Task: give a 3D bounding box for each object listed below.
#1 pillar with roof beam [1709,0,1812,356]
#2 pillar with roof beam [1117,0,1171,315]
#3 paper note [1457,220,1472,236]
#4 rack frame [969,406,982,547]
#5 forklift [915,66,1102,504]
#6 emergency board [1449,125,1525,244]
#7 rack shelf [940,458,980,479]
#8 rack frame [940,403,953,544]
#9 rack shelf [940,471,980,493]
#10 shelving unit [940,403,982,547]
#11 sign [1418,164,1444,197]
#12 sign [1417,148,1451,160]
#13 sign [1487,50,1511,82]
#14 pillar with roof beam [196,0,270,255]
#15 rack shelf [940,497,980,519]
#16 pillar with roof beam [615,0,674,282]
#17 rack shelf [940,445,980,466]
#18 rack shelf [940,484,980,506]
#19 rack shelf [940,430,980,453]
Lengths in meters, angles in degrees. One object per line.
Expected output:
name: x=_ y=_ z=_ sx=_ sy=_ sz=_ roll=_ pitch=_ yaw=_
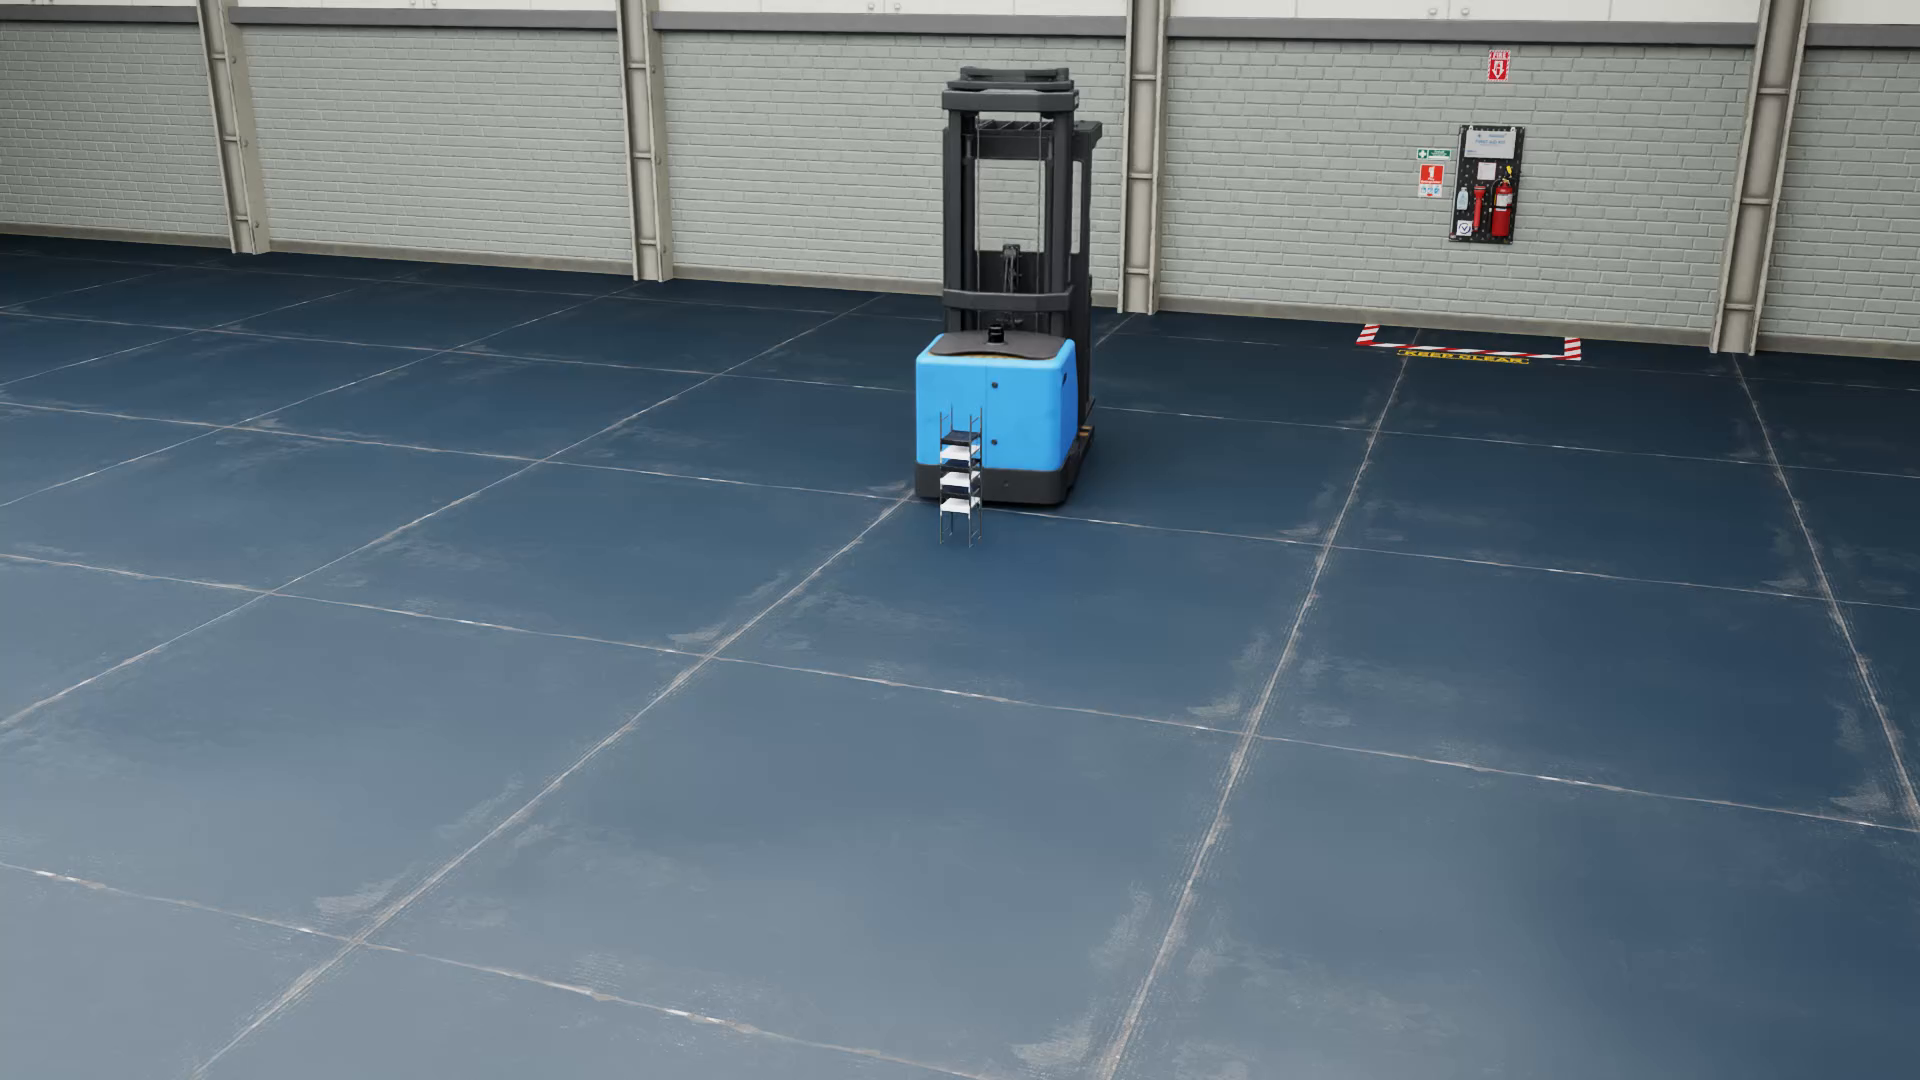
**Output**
pillar with roof beam: x=6.215 y=-4.781 z=11.122 sx=0.400 sy=9.000 sz=9.100 roll=7 pitch=20 yaw=18
pillar with roof beam: x=0.547 y=-5.430 z=12.981 sx=0.400 sy=9.000 sz=9.100 roll=7 pitch=20 yaw=18
paper note: x=5.161 y=-3.191 z=17.010 sx=0.142 sy=0.148 sz=0.016 roll=7 pitch=20 yaw=18
rack frame: x=0.104 y=-0.413 z=10.894 sx=0.006 sy=0.900 sz=0.240 roll=7 pitch=20 yaw=18
forklift: x=0.462 y=-2.080 z=12.590 sx=1.130 sy=2.935 sz=3.031 roll=4 pitch=20 yaw=10
emergency board: x=5.306 y=-3.566 z=16.749 sx=0.643 sy=1.169 sz=0.194 roll=7 pitch=20 yaw=18
rack shelf: x=0.008 y=-0.478 z=10.907 sx=0.200 sy=0.077 sz=0.258 roll=7 pitch=20 yaw=18
rack frame: x=-0.088 y=-0.435 z=10.957 sx=0.006 sy=0.900 sz=0.240 roll=7 pitch=20 yaw=18
rack shelf: x=0.008 y=-0.393 z=10.937 sx=0.200 sy=0.077 sz=0.258 roll=7 pitch=20 yaw=18
shelving unit: x=0.008 y=-0.424 z=10.926 sx=0.210 sy=0.900 sz=0.258 roll=7 pitch=20 yaw=18
sign: x=4.817 y=-3.675 z=17.007 sx=0.234 sy=0.329 sz=0.001 roll=7 pitch=20 yaw=18
sign: x=4.819 y=-3.922 z=16.910 sx=0.331 sy=0.109 sz=0.001 roll=7 pitch=20 yaw=18
sign: x=5.331 y=-4.692 z=16.459 sx=0.199 sy=0.298 sz=0.001 roll=7 pitch=20 yaw=18
pillar with roof beam: x=-10.788 y=-6.726 z=16.700 sx=0.400 sy=9.000 sz=9.100 roll=7 pitch=20 yaw=18
rack shelf: x=0.008 y=-0.223 z=10.996 sx=0.200 sy=0.077 sz=0.258 roll=7 pitch=20 yaw=18
pillar with roof beam: x=-5.121 y=-6.078 z=14.840 sx=0.400 sy=9.000 sz=9.100 roll=7 pitch=20 yaw=18
rack shelf: x=0.008 y=-0.563 z=10.877 sx=0.200 sy=0.077 sz=0.258 roll=7 pitch=20 yaw=18
rack shelf: x=0.008 y=-0.308 z=10.966 sx=0.200 sy=0.077 sz=0.258 roll=7 pitch=20 yaw=18
rack shelf: x=0.008 y=-0.648 z=10.848 sx=0.200 sy=0.077 sz=0.258 roll=7 pitch=20 yaw=18
